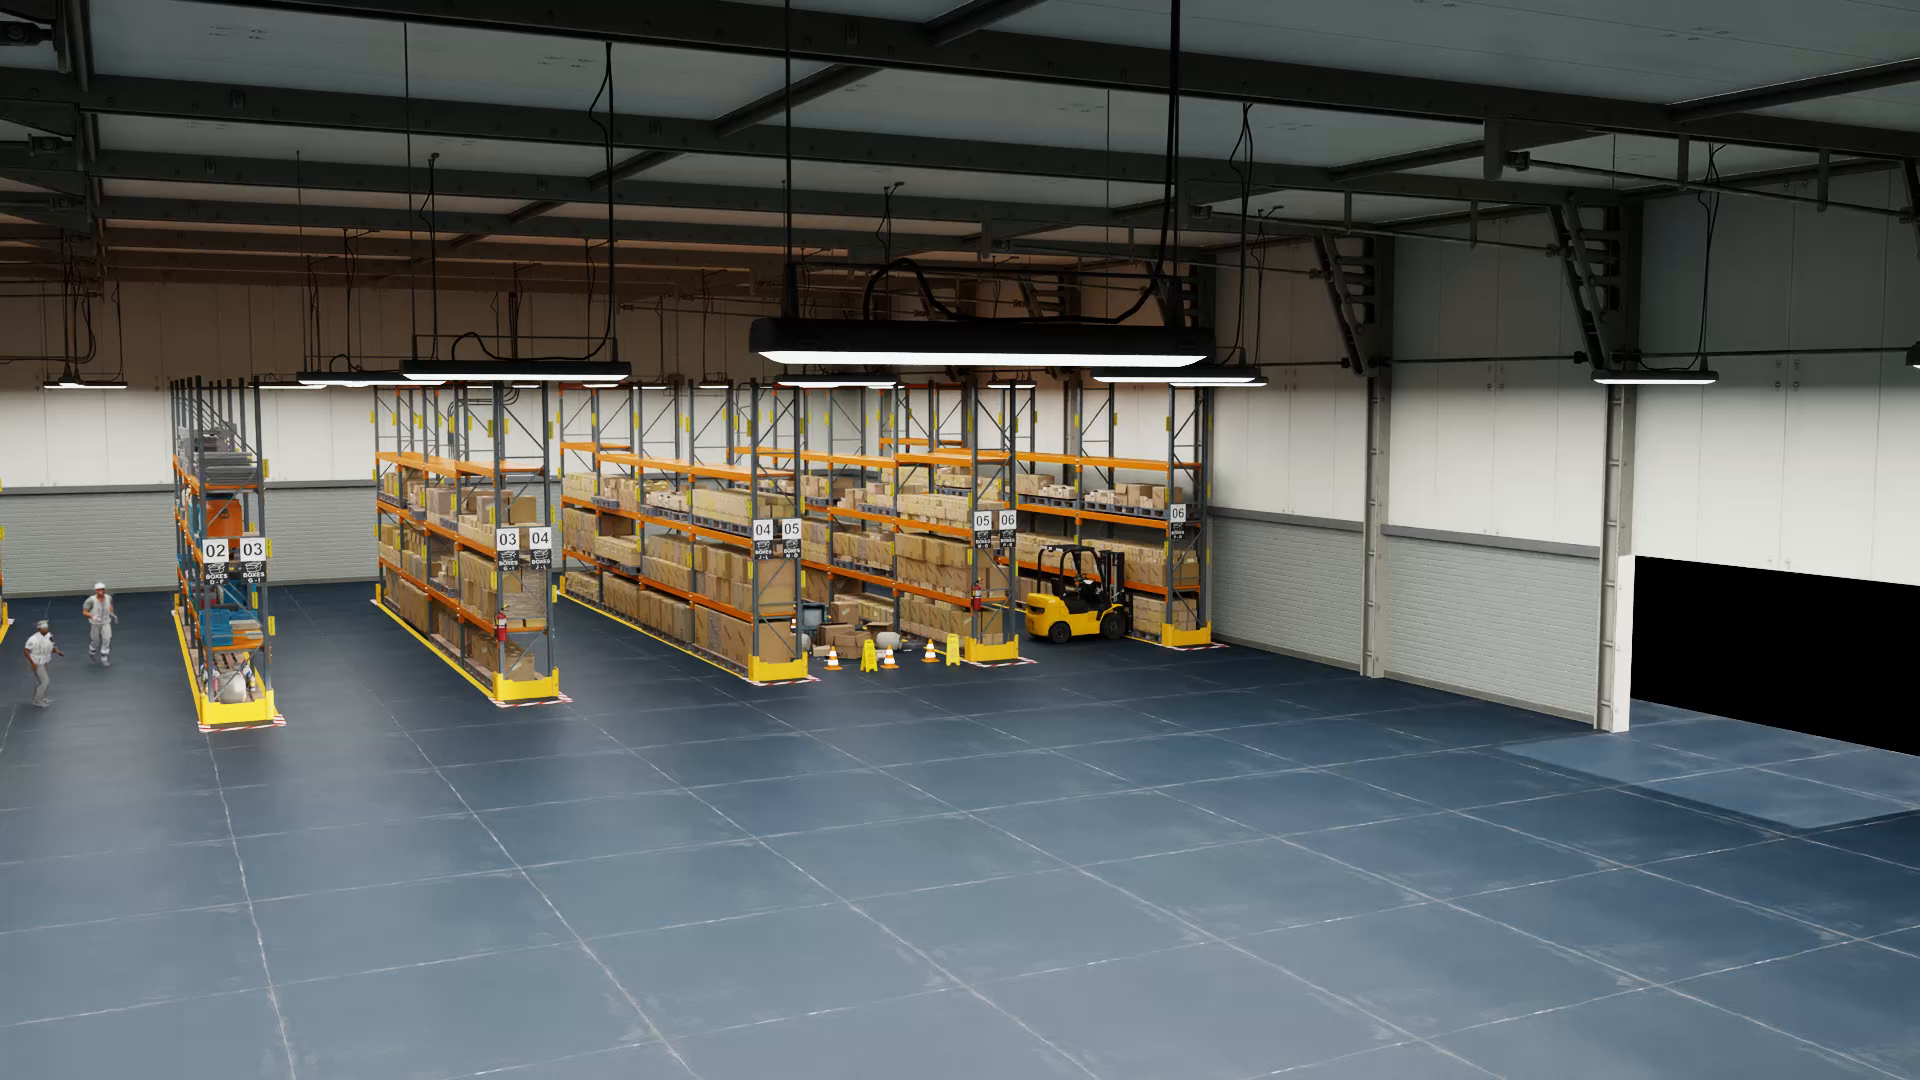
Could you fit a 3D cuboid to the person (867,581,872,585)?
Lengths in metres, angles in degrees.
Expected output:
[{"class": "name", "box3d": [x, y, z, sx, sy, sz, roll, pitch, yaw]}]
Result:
[{"class": "person", "box3d": [-3.000, 0.527, 49.205, 0.725, 1.597, 1.189, -4, 6, -35]}]

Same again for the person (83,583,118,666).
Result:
[{"class": "person", "box3d": [-18.075, 1.753, 34.897, 0.669, 1.747, 0.902, -5, 7, -43]}]

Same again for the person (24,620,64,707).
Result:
[{"class": "person", "box3d": [-16.738, 2.248, 30.380, 0.772, 1.617, 0.626, 0, 5, 4]}]
